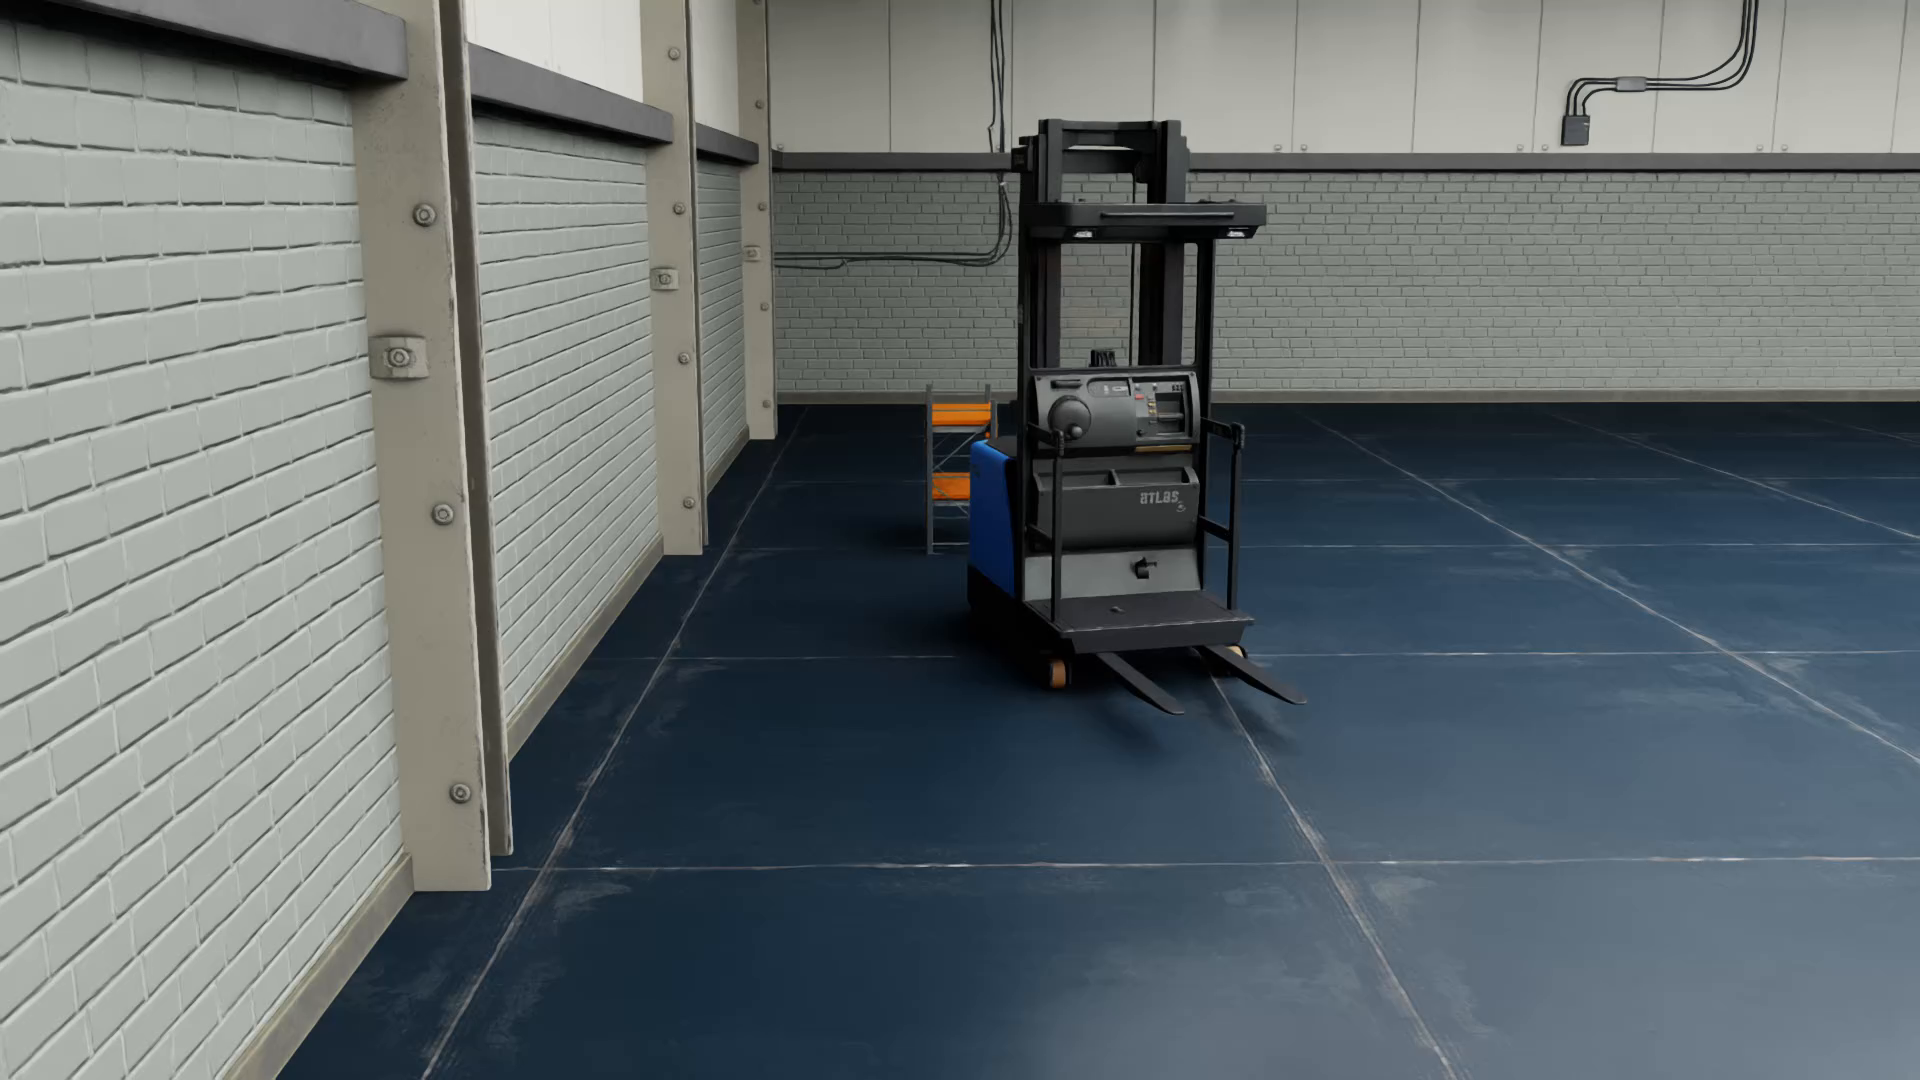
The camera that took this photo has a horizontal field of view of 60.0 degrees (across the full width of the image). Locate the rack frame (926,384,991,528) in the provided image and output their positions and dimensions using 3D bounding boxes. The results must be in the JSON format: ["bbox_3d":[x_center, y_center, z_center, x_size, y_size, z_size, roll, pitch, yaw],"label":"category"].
[{"bbox_3d":[-0.010,-0.651,12.939,0.500,1.125,0.032,0,11,-1],"label":"rack frame"}]

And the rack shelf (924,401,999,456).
[{"bbox_3d":[0.000,-0.837,12.382,0.538,0.278,1.000,0,11,-1],"label":"rack shelf"}]

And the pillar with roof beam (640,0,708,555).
[{"bbox_3d":[2.273,-4.361,11.422,9.100,9.000,0.400,0,11,-1],"label":"pillar with roof beam"}]

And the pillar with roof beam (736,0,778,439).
[{"bbox_3d":[2.149,-5.554,17.301,9.100,9.000,0.400,0,11,-1],"label":"pillar with roof beam"}]

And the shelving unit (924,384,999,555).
[{"bbox_3d":[0.000,-0.550,12.441,0.538,1.125,1.048,0,11,-1],"label":"shelving unit"}]

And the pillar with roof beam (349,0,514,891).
[{"bbox_3d":[2.397,-3.168,5.543,9.100,9.000,0.400,0,11,-1],"label":"pillar with roof beam"}]

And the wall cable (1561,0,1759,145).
[{"bbox_3d":[8.598,-7.830,19.966,2.305,6.003,0.169,0,11,-1],"label":"wall cable"}]

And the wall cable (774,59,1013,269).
[{"bbox_3d":[-0.894,-4.605,20.436,3.097,2.526,0.112,0,11,-1],"label":"wall cable"}]

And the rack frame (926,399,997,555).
[{"bbox_3d":[0.011,-0.449,11.943,0.500,1.125,0.032,0,11,-1],"label":"rack frame"}]

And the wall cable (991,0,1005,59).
[{"bbox_3d":[1.811,-7.091,19.988,3.097,2.526,0.112,0,11,-1],"label":"wall cable"}]

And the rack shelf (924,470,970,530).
[{"bbox_3d":[0.000,-0.310,12.489,0.538,0.278,1.000,0,11,-1],"label":"rack shelf"}]

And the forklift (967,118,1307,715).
[{"bbox_3d":[0.910,-0.738,8.823,1.130,2.935,3.031,-3,12,-14],"label":"forklift"}]
